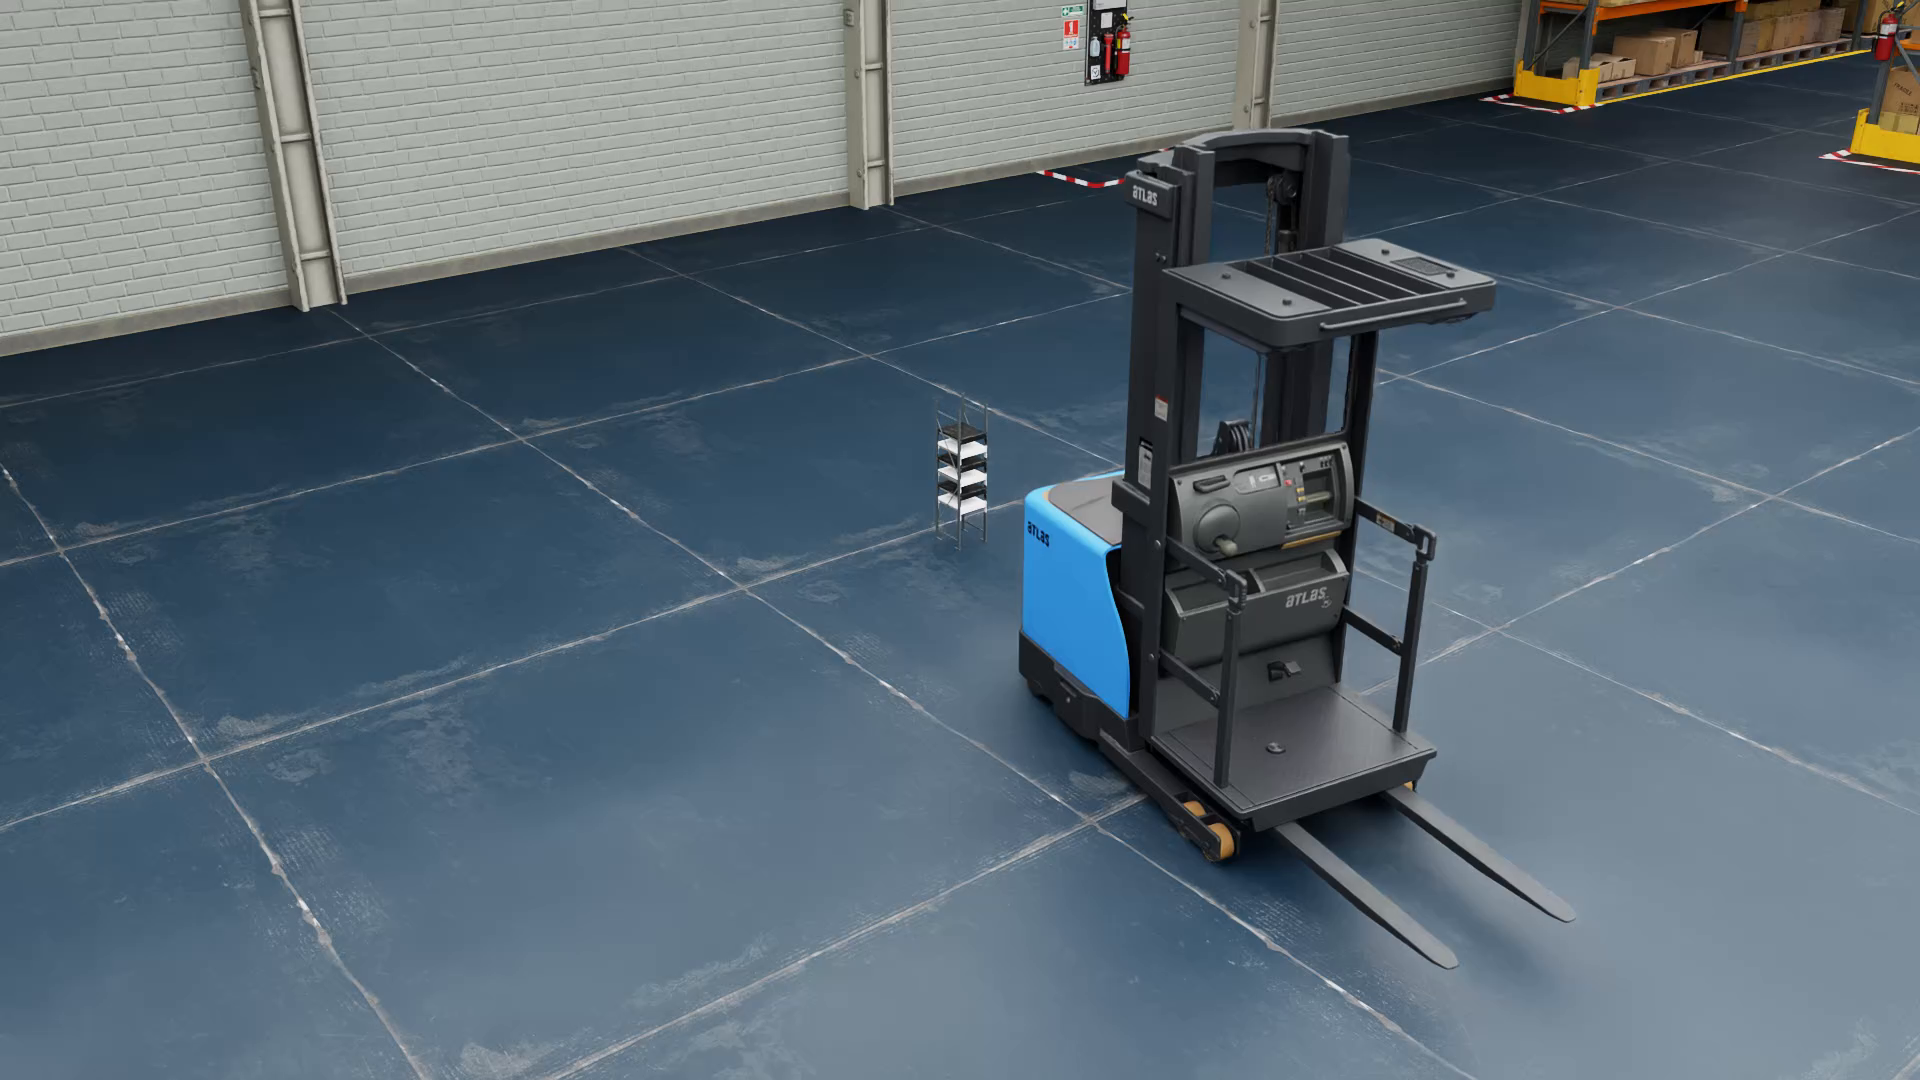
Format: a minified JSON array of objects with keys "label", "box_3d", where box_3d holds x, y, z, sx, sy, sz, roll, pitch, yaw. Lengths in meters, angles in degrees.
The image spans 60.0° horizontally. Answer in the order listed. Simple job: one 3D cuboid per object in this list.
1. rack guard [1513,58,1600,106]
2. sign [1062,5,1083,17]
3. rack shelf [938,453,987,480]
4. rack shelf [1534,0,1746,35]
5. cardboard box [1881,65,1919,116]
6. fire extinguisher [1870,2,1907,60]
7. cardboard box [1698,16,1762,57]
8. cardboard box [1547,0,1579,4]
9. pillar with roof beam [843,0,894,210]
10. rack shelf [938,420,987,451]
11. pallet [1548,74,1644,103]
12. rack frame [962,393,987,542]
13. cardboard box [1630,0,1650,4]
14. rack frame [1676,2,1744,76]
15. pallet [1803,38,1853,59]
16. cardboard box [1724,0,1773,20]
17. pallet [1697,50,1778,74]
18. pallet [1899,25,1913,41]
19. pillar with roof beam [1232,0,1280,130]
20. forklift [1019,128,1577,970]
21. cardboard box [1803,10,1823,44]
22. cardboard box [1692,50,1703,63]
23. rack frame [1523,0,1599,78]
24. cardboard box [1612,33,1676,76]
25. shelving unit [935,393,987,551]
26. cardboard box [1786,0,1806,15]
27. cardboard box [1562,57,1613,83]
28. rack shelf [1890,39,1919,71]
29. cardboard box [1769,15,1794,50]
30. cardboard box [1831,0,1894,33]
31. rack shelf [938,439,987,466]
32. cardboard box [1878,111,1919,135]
[{"label":"rack guard","box_3d":[8.518,-6.553,23.777,0.348,0.500,1.175,-18,31,-34]},{"label":"sign","box_3d":[1.296,-6.093,19.144,0.331,0.109,0.001,-18,31,-34]},{"label":"rack shelf","box_3d":[0.006,-0.462,10.041,0.200,0.077,0.258,-18,31,-34]},{"label":"rack shelf","box_3d":[10.032,-7.861,24.479,4.000,0.370,1.077,-18,31,-34]},{"label":"cardboard box","box_3d":[11.757,-5.549,20.519,0.500,0.500,0.500,-18,31,-34]},{"label":"fire extinguisher","box_3d":[11.139,-6.116,19.956,0.183,0.674,0.296,-18,31,-34]},{"label":"cardboard box","box_3d":[12.175,-7.969,26.304,0.500,0.500,0.700,-17,30,-32]},{"label":"cardboard box","box_3d":[8.707,-7.794,23.635,0.500,0.250,0.500,-18,30,-33]},{"label":"pillar with roof beam","box_3d":[1.689,-6.314,13.165,0.400,9.000,9.100,-18,31,-34]},{"label":"rack shelf","box_3d":[0.006,-0.625,9.965,0.200,0.077,0.258,-18,31,-34]},{"label":"pallet","box_3d":[9.180,-6.622,24.267,1.213,0.211,1.003,-18,31,-34]},{"label":"rack frame","box_3d":[0.086,-0.437,10.122,0.006,0.900,0.240,-18,31,-34]},{"label":"cardboard box","box_3d":[9.438,-7.770,23.583,0.500,0.250,0.500,-19,31,-36]},{"label":"rack frame","box_3d":[11.606,-8.707,25.447,0.127,3.000,1.000,-18,31,-34]},{"label":"pallet","box_3d":[14.138,-8.278,27.836,1.213,0.211,1.003,-18,31,-34]},{"label":"cardboard box","box_3d":[12.520,-8.425,26.395,0.500,0.250,0.500,-19,31,-35]},{"label":"pallet","box_3d":[12.218,-7.644,26.471,1.213,0.211,1.003,-18,31,-34]},{"label":"pallet","box_3d":[16.380,-8.976,29.339,1.213,0.211,1.003,-18,31,-34]},{"label":"pillar with roof beam","box_3d":[6.411,-7.872,16.523,0.400,9.000,9.100,-18,31,-34]},{"label":"forklift","box_3d":[1.431,-0.146,7.082,1.130,2.935,3.031,-12,28,-25]},{"label":"cardboard box","box_3d":[13.742,-8.512,27.474,0.500,0.500,0.700,-18,31,-34]},{"label":"cardboard box","box_3d":[11.204,-7.472,25.630,0.380,0.166,0.250,22,33,39]},{"label":"rack frame","box_3d":[8.459,-7.668,23.208,0.127,3.000,1.000,-18,31,-34]},{"label":"cardboard box","box_3d":[10.115,-7.205,24.659,0.500,0.500,0.700,-21,32,-37]},{"label":"shelving unit","box_3d":[0.006,-0.410,10.065,0.210,0.900,0.258,-18,31,-34]},{"label":"cardboard box","box_3d":[13.331,-8.685,26.956,0.500,0.250,0.500,-18,31,-34]},{"label":"cardboard box","box_3d":[9.059,-6.797,24.004,0.500,0.311,0.500,-23,33,-40]},{"label":"rack shelf","box_3d":[13.092,-6.221,20.945,4.000,0.370,1.077,-18,31,-34]},{"label":"cardboard box","box_3d":[12.977,-8.239,26.886,0.500,0.500,0.700,-18,30,-33]},{"label":"cardboard box","box_3d":[15.414,-9.109,28.368,0.750,0.750,0.750,-19,31,-35]},{"label":"rack shelf","box_3d":[0.006,-0.543,10.003,0.200,0.077,0.258,-18,31,-34]},{"label":"cardboard box","box_3d":[11.758,-5.208,20.676,0.500,0.250,0.500,-18,31,-34]}]
